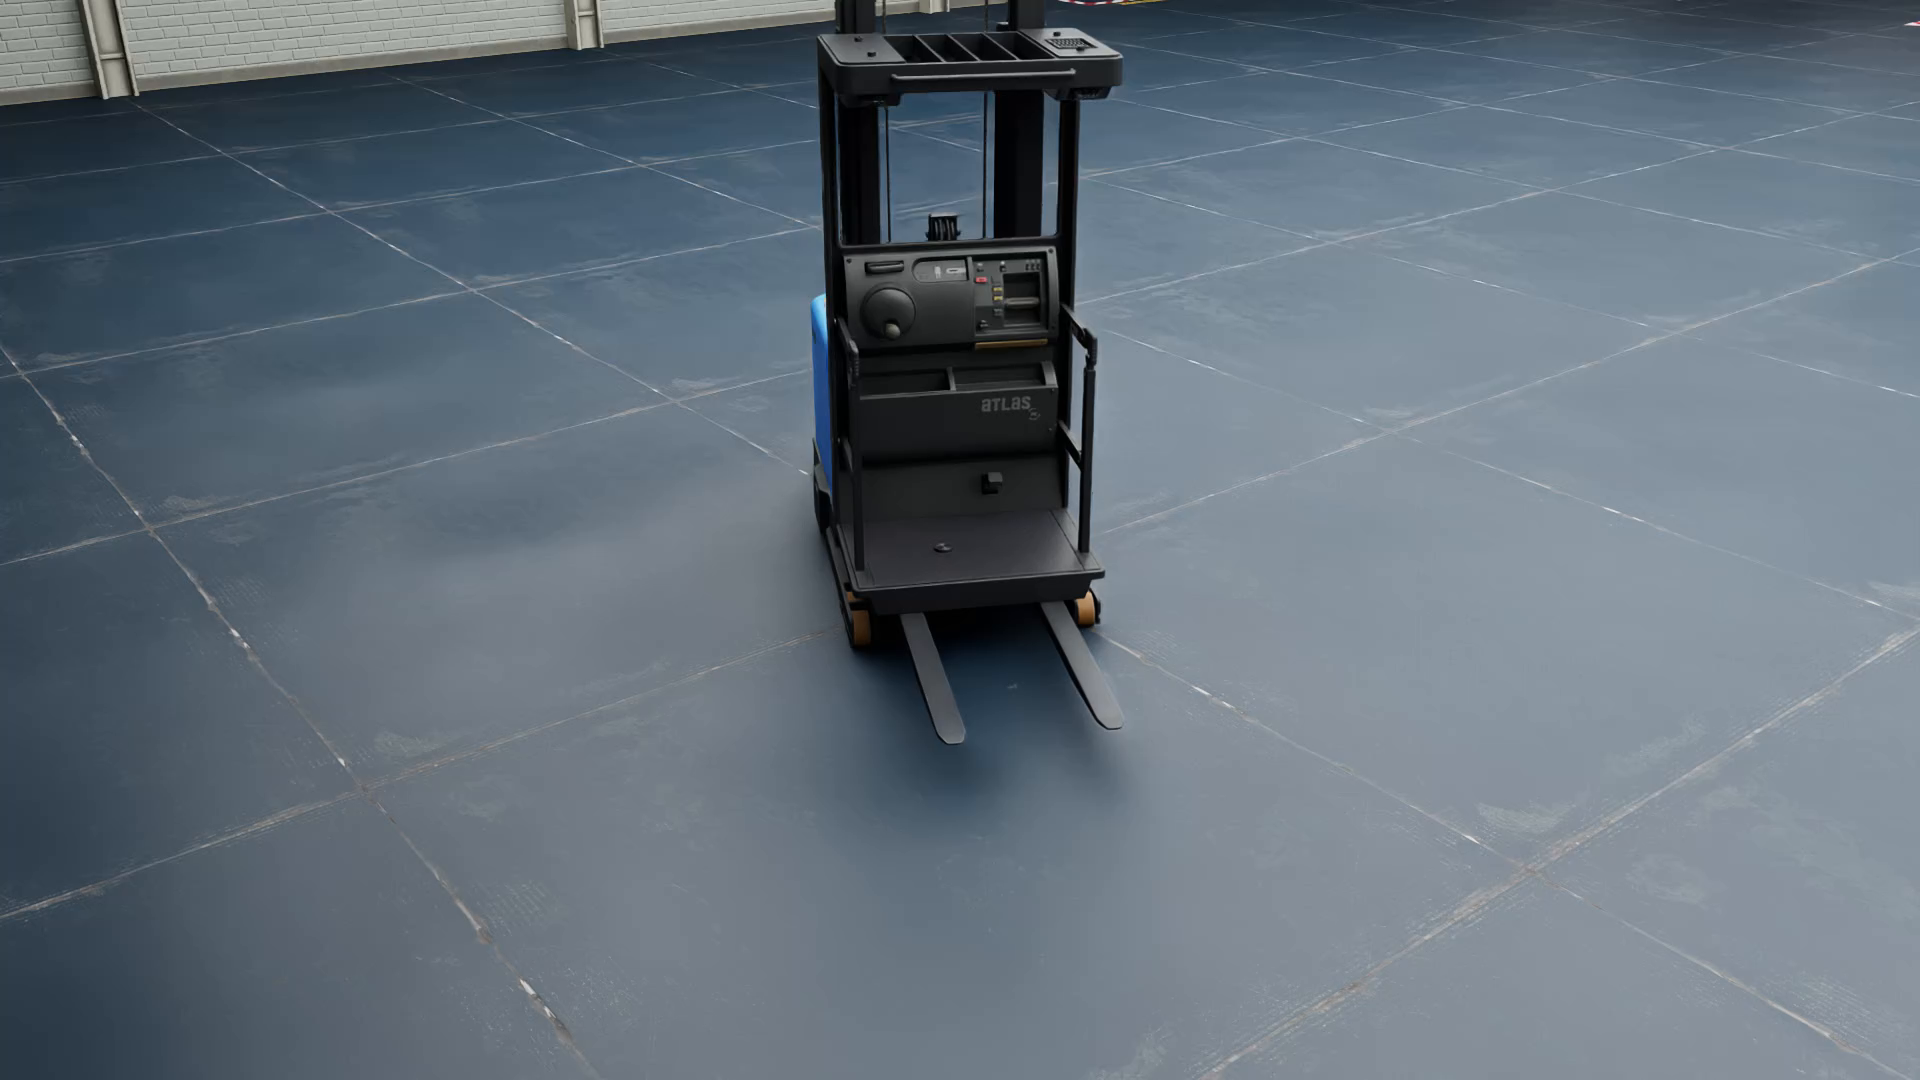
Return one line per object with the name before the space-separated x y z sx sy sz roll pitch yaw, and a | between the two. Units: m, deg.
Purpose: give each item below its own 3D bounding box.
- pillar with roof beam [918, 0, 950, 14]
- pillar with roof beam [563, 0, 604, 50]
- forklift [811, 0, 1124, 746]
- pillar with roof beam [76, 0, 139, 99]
pillar with roof beam | 2.246 -10.977 21.212 0.400 9.000 9.100 -18 31 -34
pillar with roof beam | -2.476 -9.418 17.853 0.400 9.000 9.100 -18 31 -34
forklift | 0.007 -1.029 6.985 1.130 2.935 3.031 -4 25 -9
pillar with roof beam | -7.197 -7.859 14.495 0.400 9.000 9.100 -18 31 -34
